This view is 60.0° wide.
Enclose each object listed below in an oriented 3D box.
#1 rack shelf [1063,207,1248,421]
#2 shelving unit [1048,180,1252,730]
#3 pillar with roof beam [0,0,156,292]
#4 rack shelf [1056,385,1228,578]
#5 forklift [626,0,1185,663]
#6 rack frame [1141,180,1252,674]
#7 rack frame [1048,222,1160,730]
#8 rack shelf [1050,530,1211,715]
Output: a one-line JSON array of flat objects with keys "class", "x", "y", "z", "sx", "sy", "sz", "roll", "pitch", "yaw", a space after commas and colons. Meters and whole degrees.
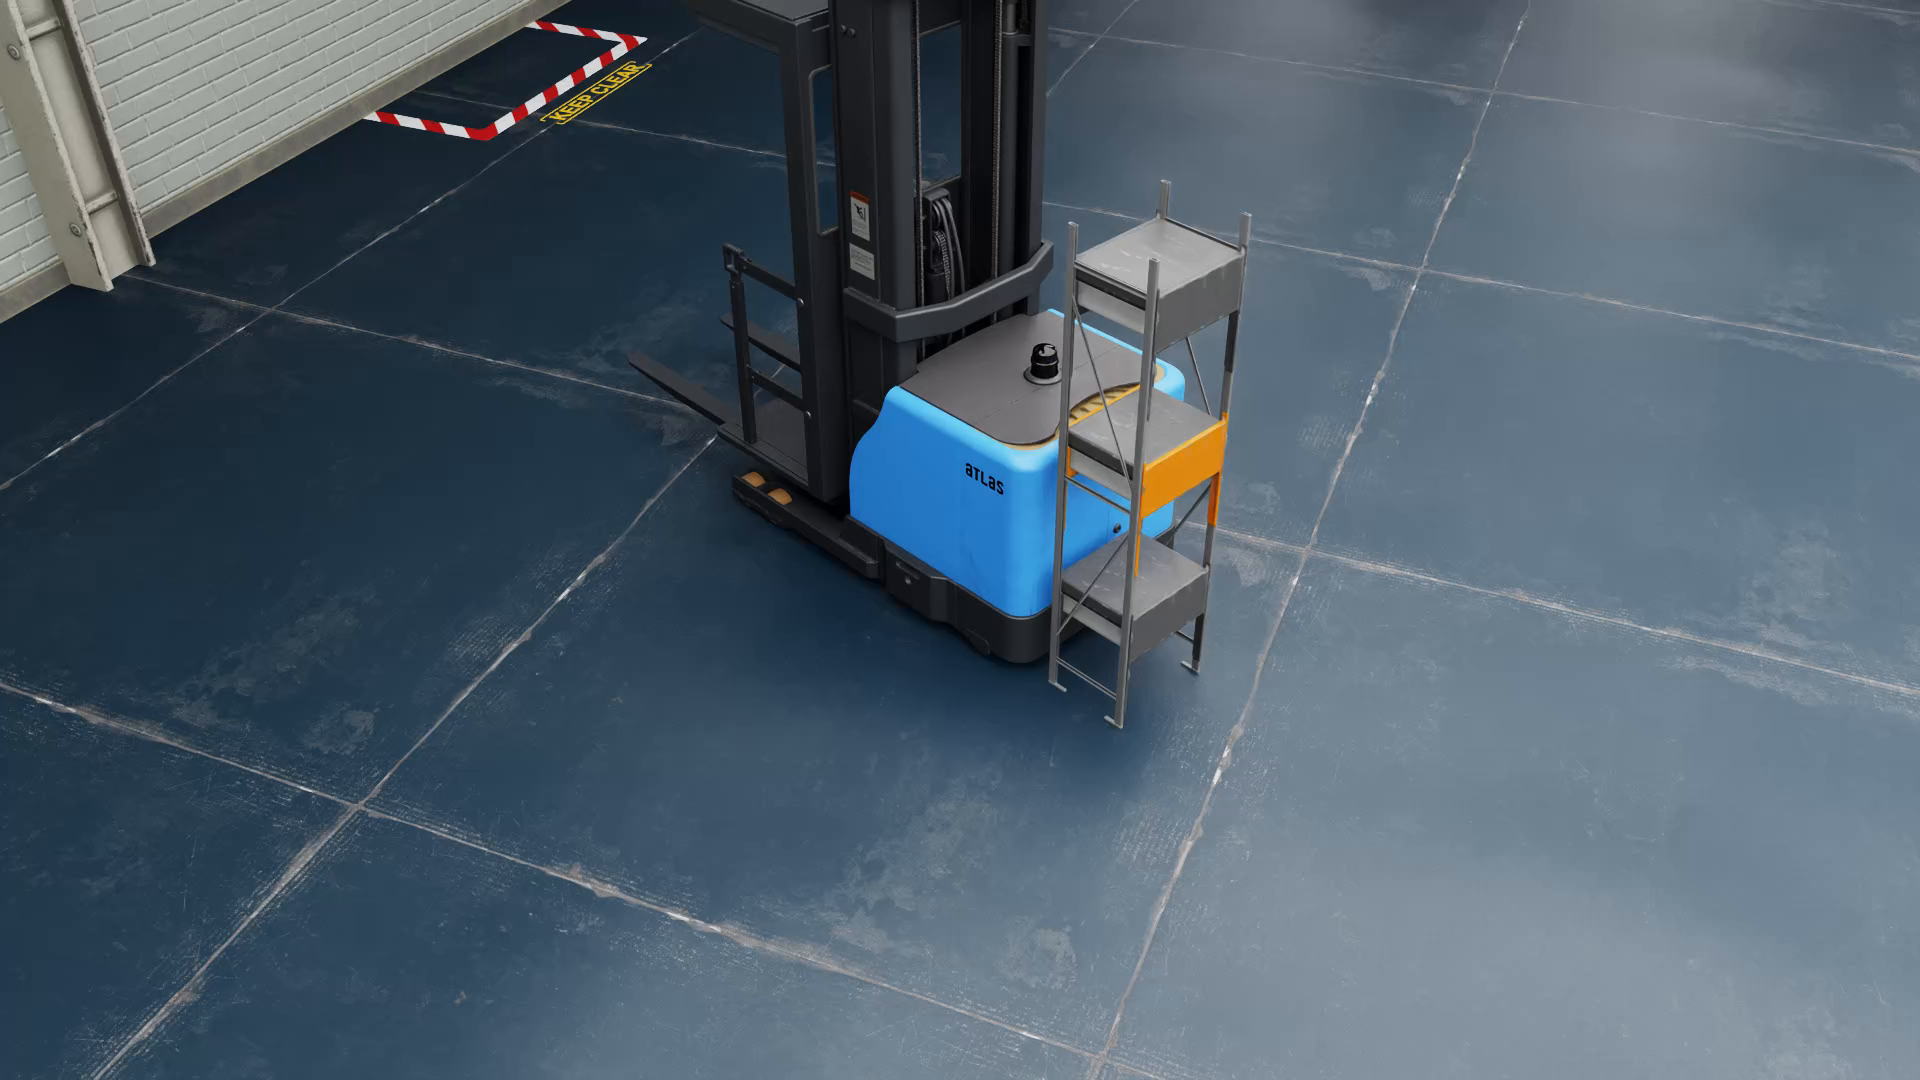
[{"class": "rack shelf", "x": 0.689, "y": -0.814, "z": 5.938, "sx": 0.480, "sy": 0.518, "sz": 0.431, "roll": -30, "pitch": 46, "yaw": -34}, {"class": "shelving unit", "x": 0.689, "y": -0.264, "z": 6.349, "sx": 0.503, "sy": 2.100, "sz": 0.431, "roll": -30, "pitch": 46, "yaw": -34}, {"class": "pillar with roof beam", "x": -1.055, "y": -4.214, "z": 5.872, "sx": 9.100, "sy": 9.000, "sz": 0.400, "roll": 14, "pitch": 39, "yaw": 18}, {"class": "rack shelf", "x": 0.689, "y": -0.253, "z": 6.357, "sx": 0.480, "sy": 0.518, "sz": 0.431, "roll": -30, "pitch": 46, "yaw": -34}, {"class": "forklift", "x": -0.439, "y": -1.441, "z": 7.230, "sx": 1.130, "sy": 2.935, "sz": 3.031, "roll": -31, "pitch": 46, "yaw": -34}, {"class": "rack frame", "x": 0.865, "y": -0.365, "z": 6.485, "sx": 0.015, "sy": 2.100, "sz": 0.400, "roll": -30, "pitch": 46, "yaw": -34}, {"class": "rack frame", "x": 0.514, "y": -0.162, "z": 6.213, "sx": 0.015, "sy": 2.100, "sz": 0.400, "roll": -30, "pitch": 46, "yaw": -34}, {"class": "rack shelf", "x": 0.689, "y": 0.308, "z": 6.776, "sx": 0.480, "sy": 0.518, "sz": 0.431, "roll": -30, "pitch": 46, "yaw": -34}]
